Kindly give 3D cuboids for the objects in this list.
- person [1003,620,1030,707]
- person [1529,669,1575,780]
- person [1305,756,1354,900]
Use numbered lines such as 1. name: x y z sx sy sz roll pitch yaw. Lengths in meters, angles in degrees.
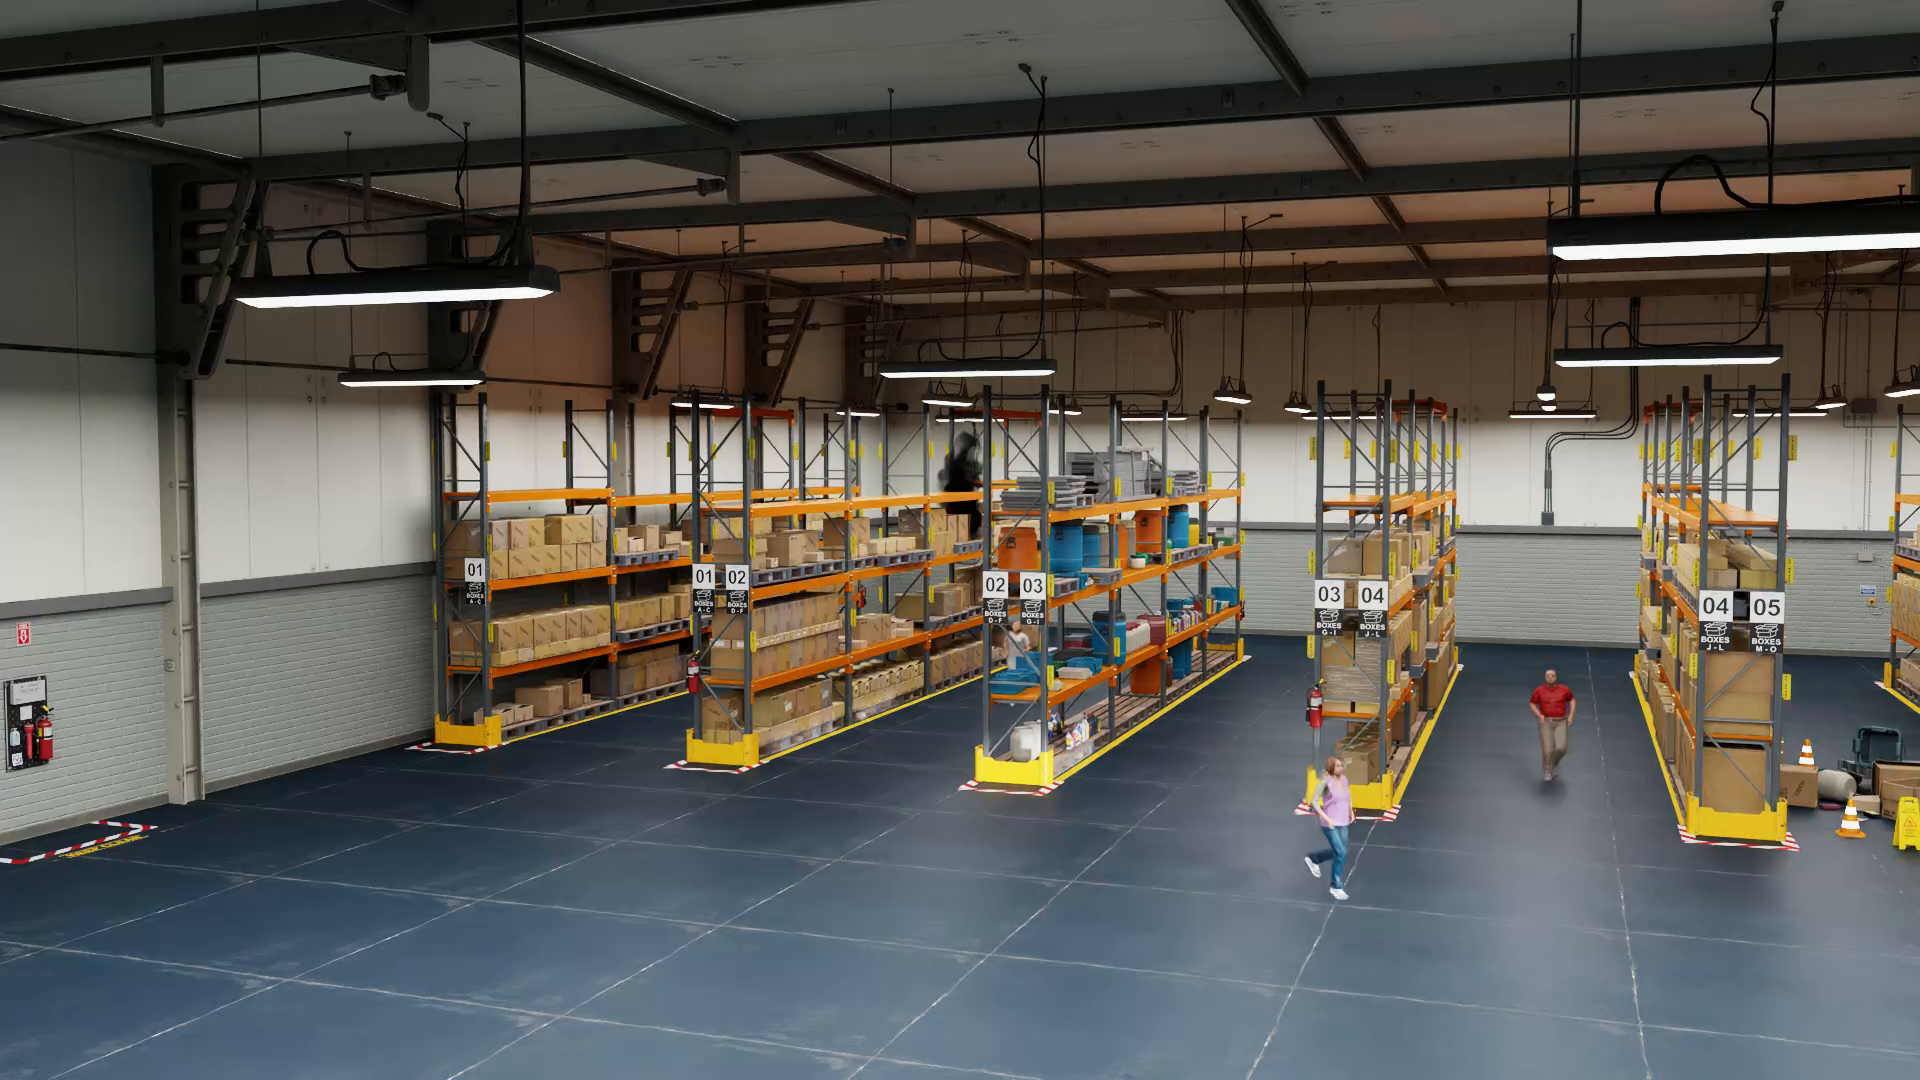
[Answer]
1. person: 1.112 2.415 32.959 0.568 1.676 0.886 1 3 11
2. person: 9.013 2.814 25.284 0.674 1.688 0.551 1 3 14
3. person: 4.173 3.220 18.822 0.555 1.602 0.659 -2 4 -31
